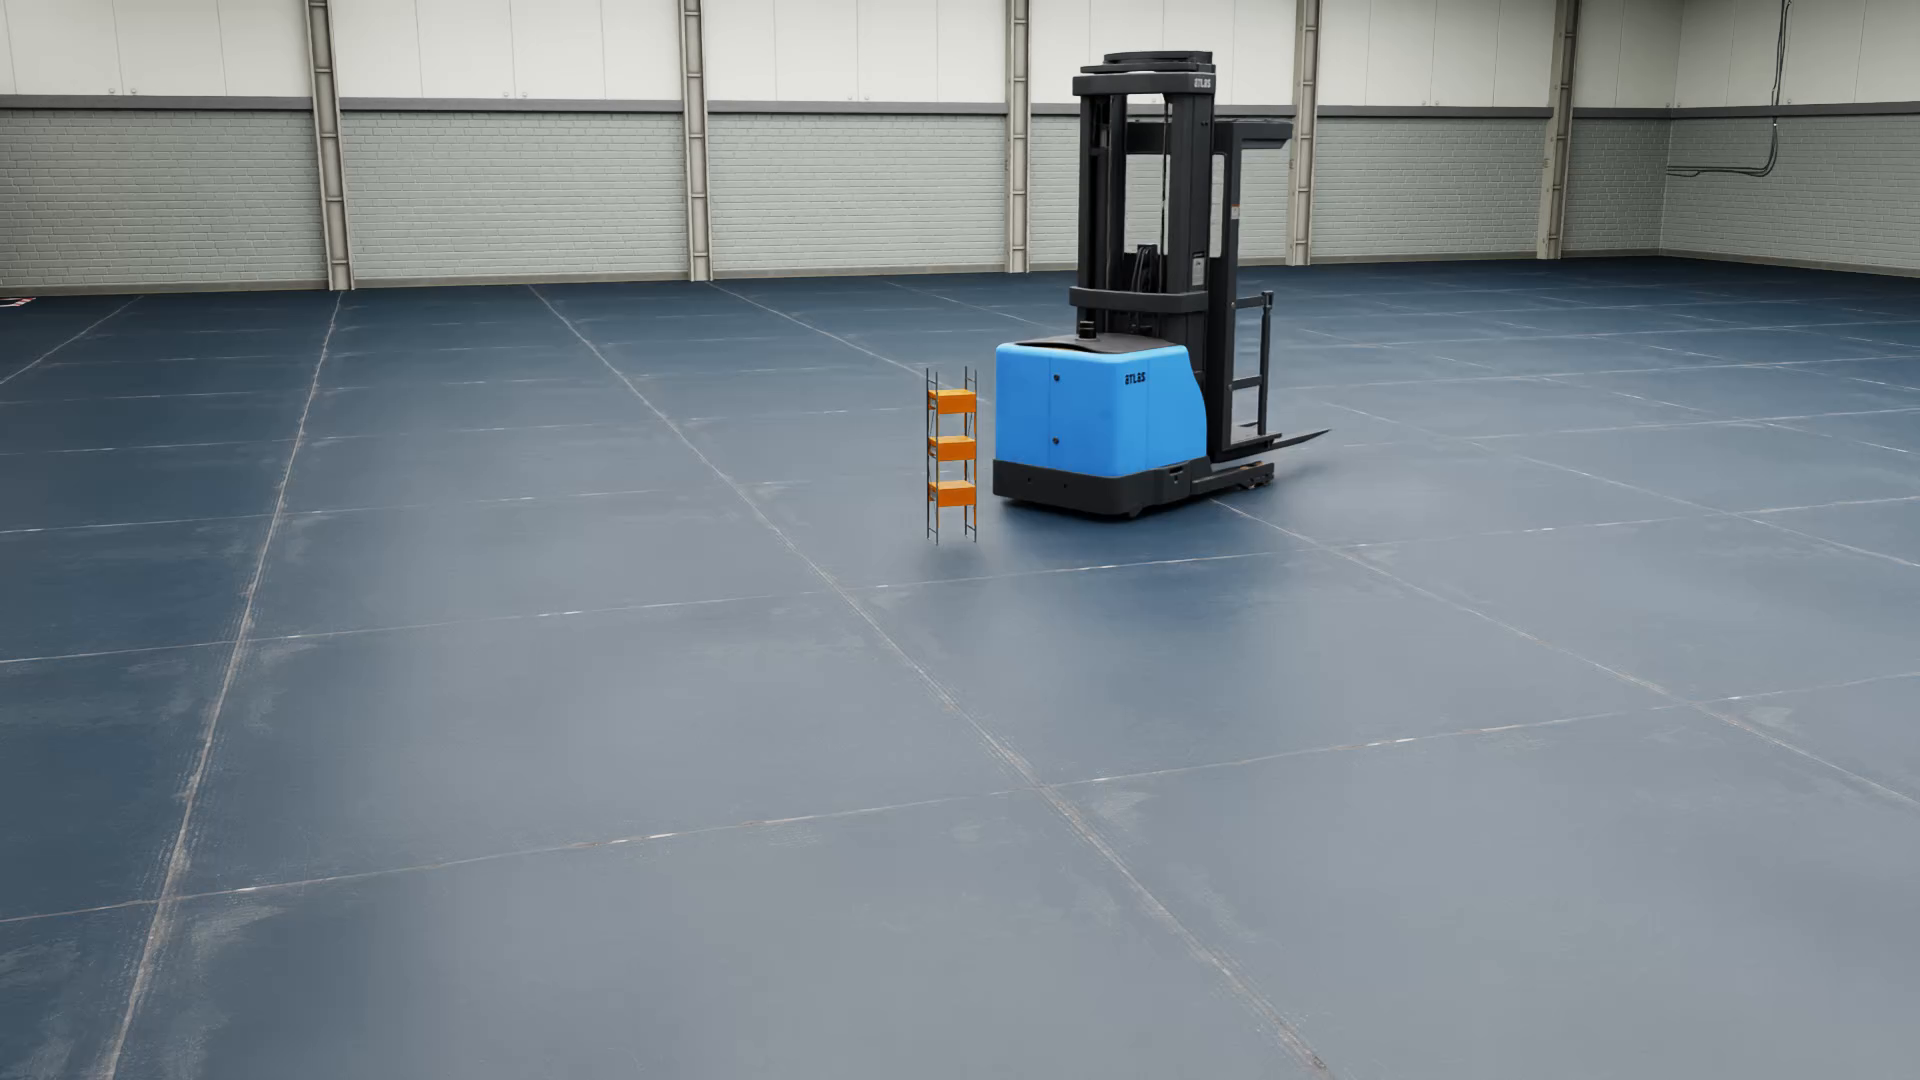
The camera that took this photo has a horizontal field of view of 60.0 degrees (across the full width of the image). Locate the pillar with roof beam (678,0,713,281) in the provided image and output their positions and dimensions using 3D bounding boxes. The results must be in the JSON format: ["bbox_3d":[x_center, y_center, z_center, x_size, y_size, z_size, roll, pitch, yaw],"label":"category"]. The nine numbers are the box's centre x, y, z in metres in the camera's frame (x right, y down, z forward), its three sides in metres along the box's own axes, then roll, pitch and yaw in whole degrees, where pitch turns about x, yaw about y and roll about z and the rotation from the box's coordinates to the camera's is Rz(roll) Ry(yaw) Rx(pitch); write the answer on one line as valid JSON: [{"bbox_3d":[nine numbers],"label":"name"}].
[{"bbox_3d":[-3.243,-8.060,24.580,0.400,9.000,9.100,-4,14,-18],"label":"pillar with roof beam"}]

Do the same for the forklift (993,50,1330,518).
[{"bbox_3d":[1.576,-1.846,11.571,1.130,2.935,3.031,12,18,40],"label":"forklift"}]

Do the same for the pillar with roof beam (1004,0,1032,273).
[{"bbox_3d":[2.444,-8.502,26.442,0.400,9.000,9.100,-4,14,-18],"label":"pillar with roof beam"}]

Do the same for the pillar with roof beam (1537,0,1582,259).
[{"bbox_3d":[13.817,-9.388,30.165,0.400,9.000,9.100,-4,14,-18],"label":"pillar with roof beam"}]

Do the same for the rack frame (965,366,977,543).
[{"bbox_3d":[0.065,-0.516,10.043,0.008,1.050,0.200,-4,14,-18],"label":"rack frame"}]

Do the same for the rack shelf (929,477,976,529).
[{"bbox_3d":[-0.051,-0.226,10.071,0.240,0.259,0.215,-4,14,-18],"label":"rack shelf"}]

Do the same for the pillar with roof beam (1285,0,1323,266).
[{"bbox_3d":[8.131,-8.945,28.303,0.400,9.000,9.100,-4,14,-18],"label":"pillar with roof beam"}]

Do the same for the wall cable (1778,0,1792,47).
[{"bbox_3d":[16.521,-10.613,31.110,0.112,2.526,3.097,-4,14,-18],"label":"wall cable"}]

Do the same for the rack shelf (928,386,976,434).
[{"bbox_3d":[-0.051,-0.773,9.941,0.240,0.259,0.215,-4,14,-18],"label":"rack shelf"}]

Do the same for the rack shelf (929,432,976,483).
[{"bbox_3d":[-0.051,-0.497,10.007,0.240,0.259,0.215,-4,14,-18],"label":"rack shelf"}]

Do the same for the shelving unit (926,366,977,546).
[{"bbox_3d":[-0.051,-0.507,10.005,0.252,1.050,0.215,-4,14,-18],"label":"shelving unit"}]

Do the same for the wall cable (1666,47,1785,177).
[{"bbox_3d":[15.658,-8.749,34.189,0.112,2.526,3.097,-4,14,-18],"label":"wall cable"}]

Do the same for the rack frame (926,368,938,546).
[{"bbox_3d":[-0.166,-0.498,9.967,0.008,1.050,0.200,-4,14,-18],"label":"rack frame"}]

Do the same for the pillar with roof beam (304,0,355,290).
[{"bbox_3d":[-8.929,-7.617,22.718,0.400,9.000,9.100,-4,14,-18],"label":"pillar with roof beam"}]
